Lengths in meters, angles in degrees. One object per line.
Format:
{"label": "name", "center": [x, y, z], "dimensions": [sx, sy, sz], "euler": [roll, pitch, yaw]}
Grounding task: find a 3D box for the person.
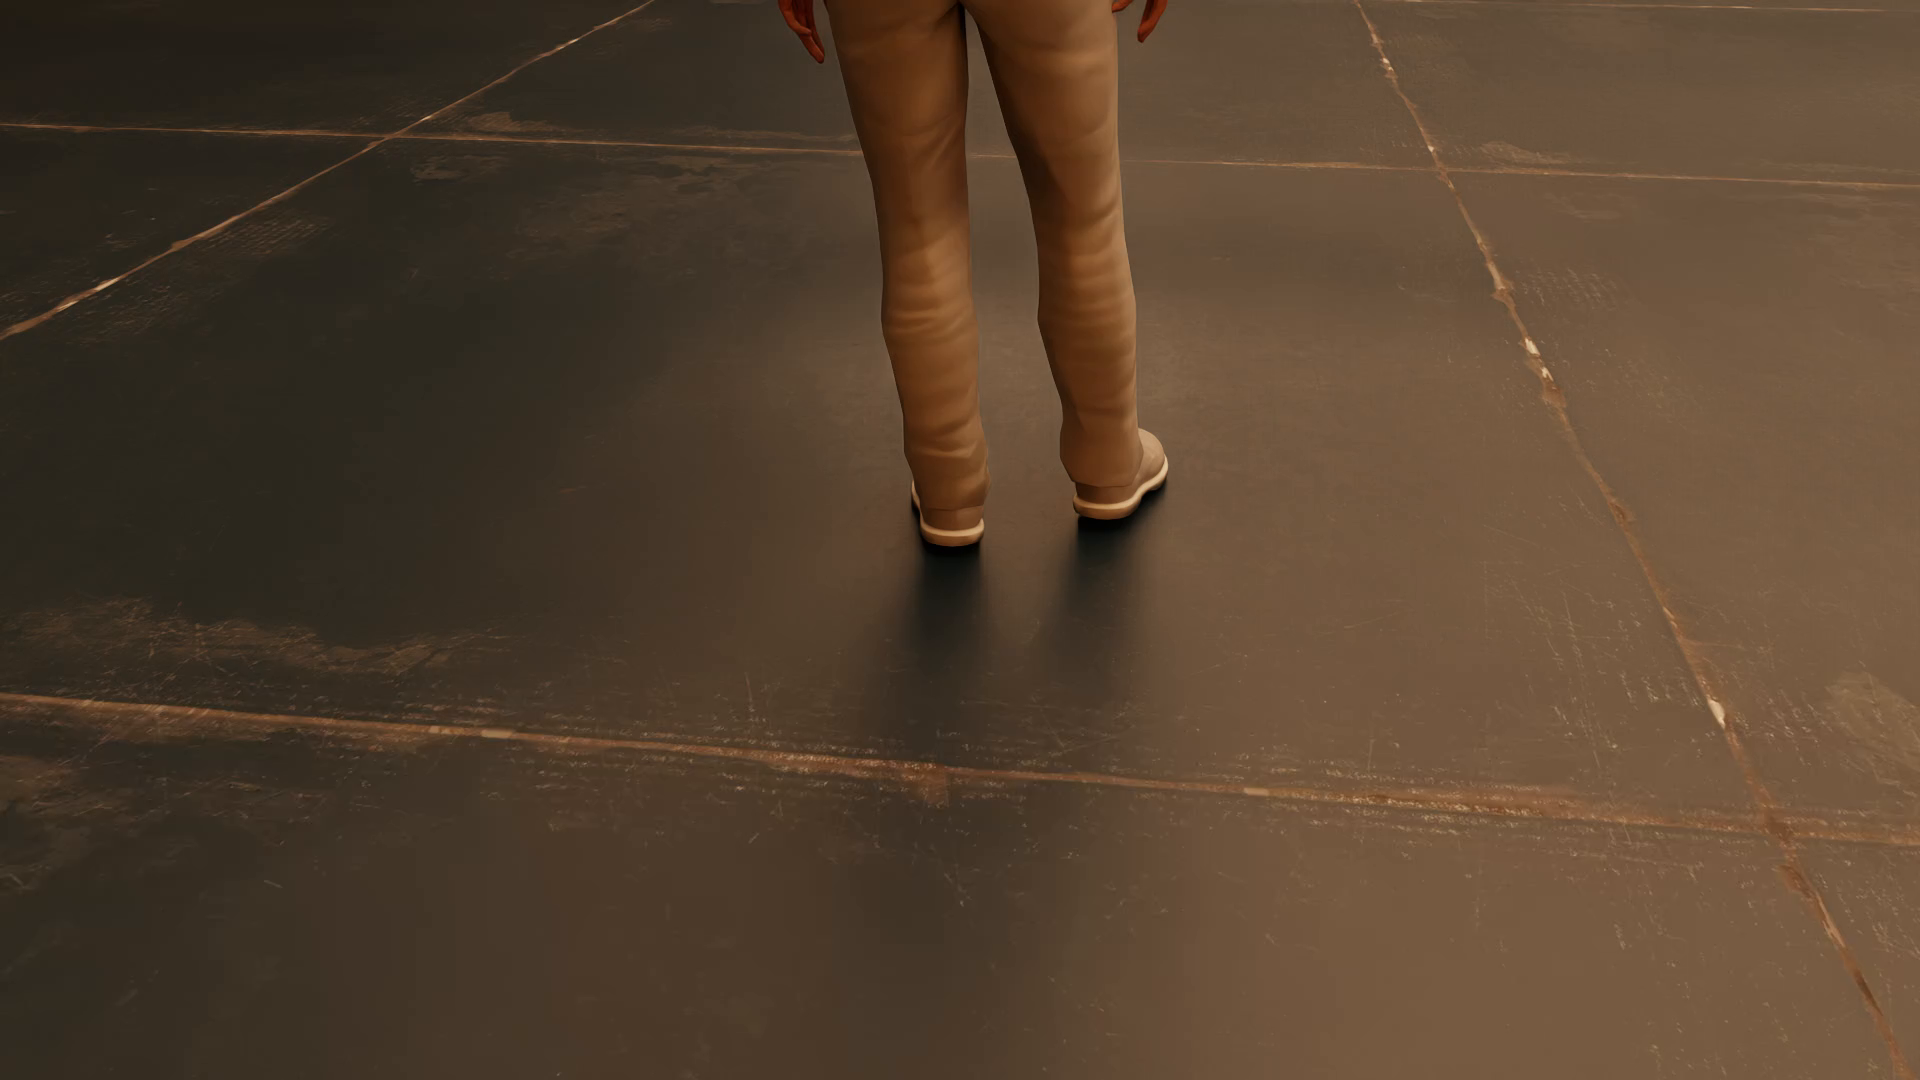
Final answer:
{"label": "person", "center": [0.030, -0.796, 2.183], "dimensions": [0.569, 1.693, 0.528], "euler": [3, 27, 7]}
